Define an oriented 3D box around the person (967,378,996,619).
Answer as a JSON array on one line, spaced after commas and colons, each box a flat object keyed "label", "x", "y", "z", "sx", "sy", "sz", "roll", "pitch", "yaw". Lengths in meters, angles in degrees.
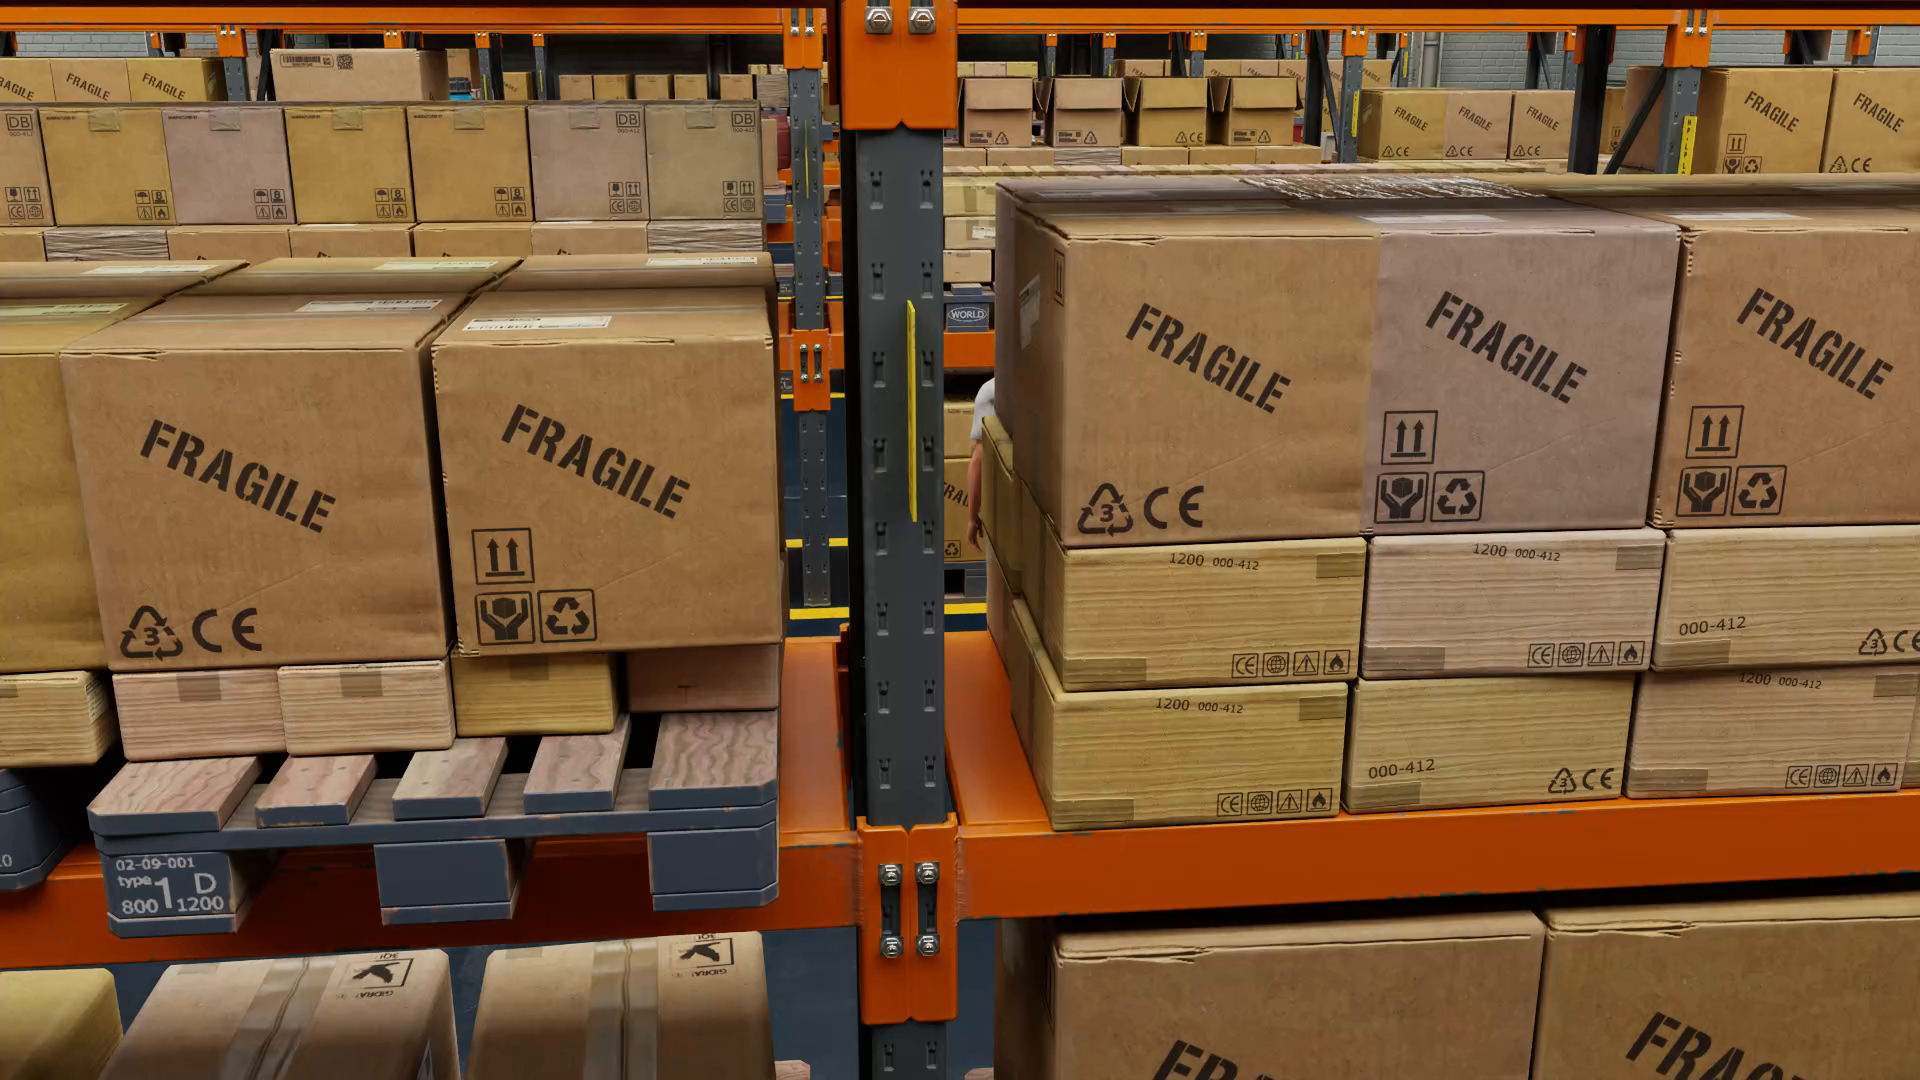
[{"label": "person", "x": 0.277, "y": -0.072, "z": 6.281, "sx": 0.514, "sy": 1.672, "sz": 0.356, "roll": -3, "pitch": 17, "yaw": -9}]
